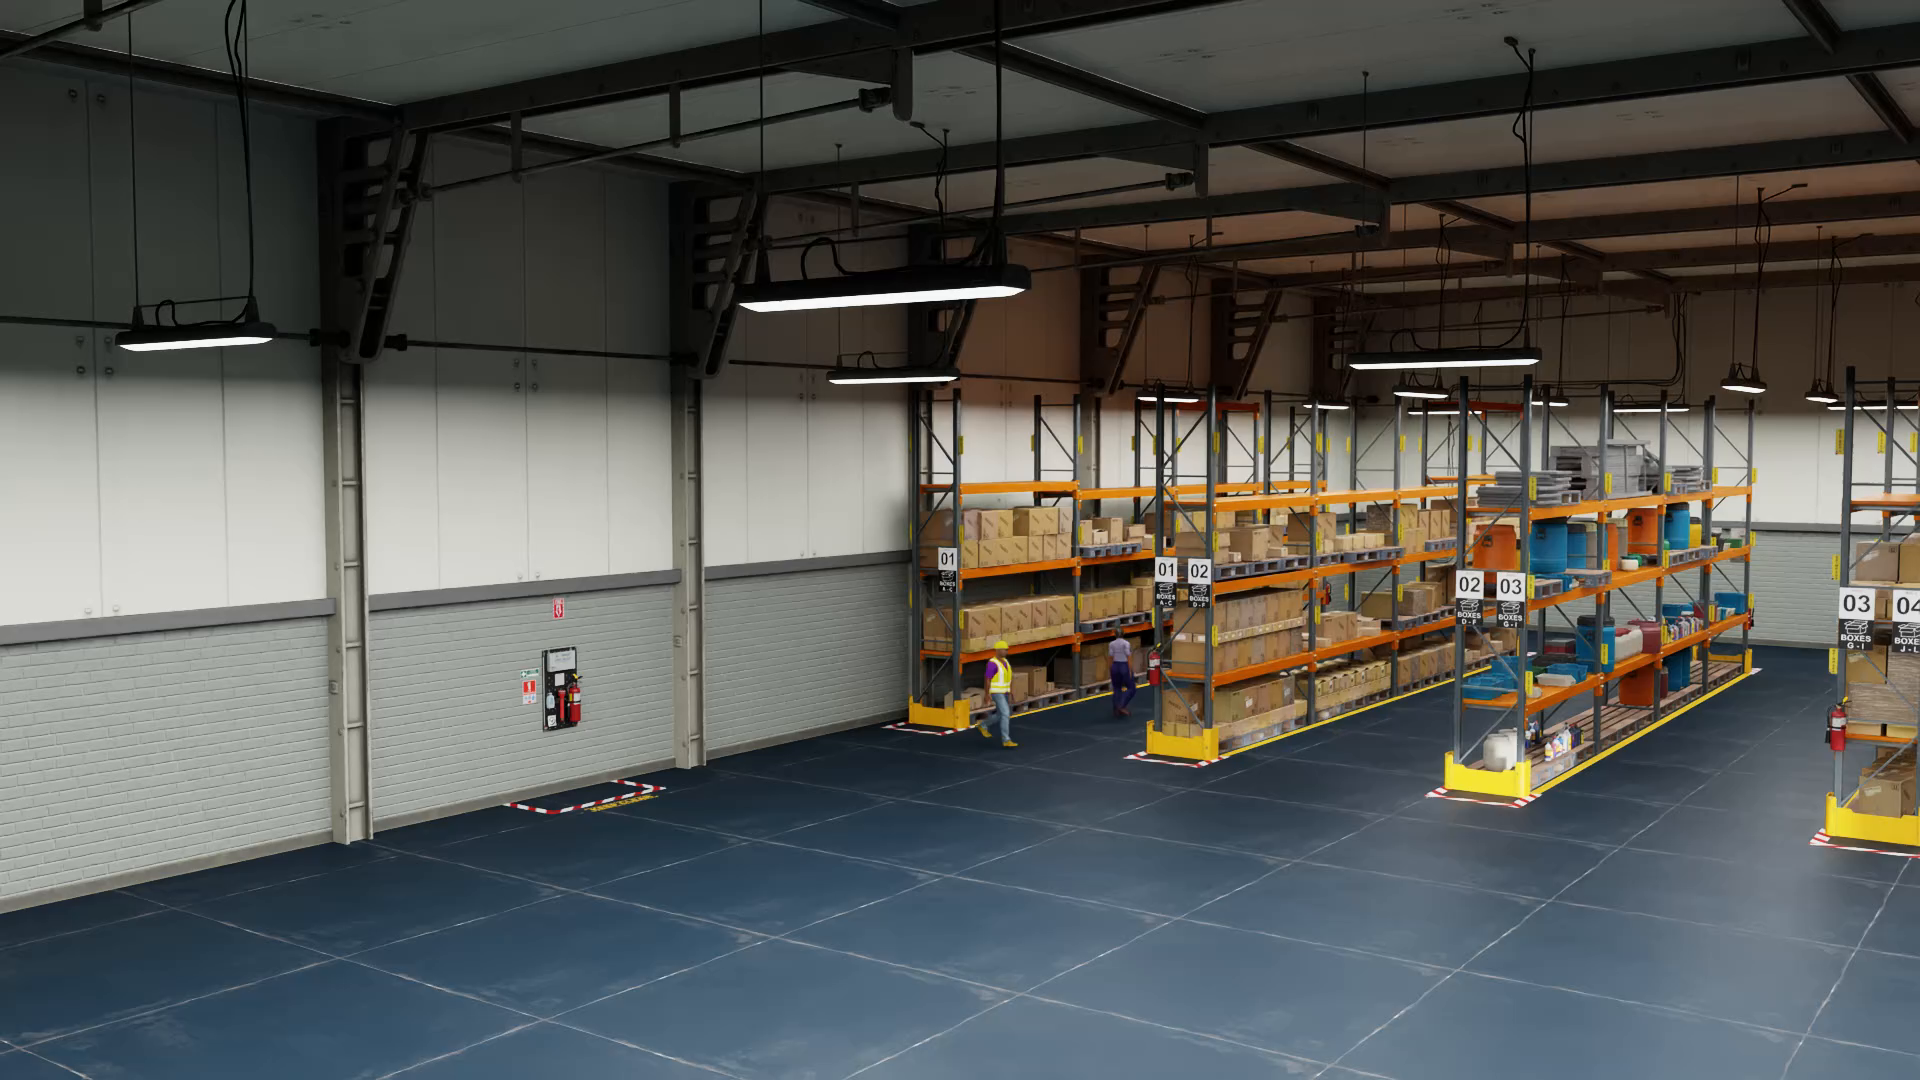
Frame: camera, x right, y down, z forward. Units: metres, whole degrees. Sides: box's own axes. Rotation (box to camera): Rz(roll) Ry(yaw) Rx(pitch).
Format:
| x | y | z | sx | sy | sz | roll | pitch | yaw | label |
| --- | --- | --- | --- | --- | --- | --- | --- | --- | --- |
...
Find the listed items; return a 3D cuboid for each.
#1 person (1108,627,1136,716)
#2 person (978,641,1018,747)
| x | y | z | sx | sy | sz | roll | pitch | yaw | label |
| --- | --- | --- | --- | --- | --- | --- | --- | --- | --- |
| 2.962 | 2.439 | 30.650 | 0.550 | 1.643 | 0.501 | 2 | 4 | 34 | person |
| 0.647 | 2.556 | 27.867 | 0.963 | 1.719 | 0.564 | 2 | 4 | 31 | person |
